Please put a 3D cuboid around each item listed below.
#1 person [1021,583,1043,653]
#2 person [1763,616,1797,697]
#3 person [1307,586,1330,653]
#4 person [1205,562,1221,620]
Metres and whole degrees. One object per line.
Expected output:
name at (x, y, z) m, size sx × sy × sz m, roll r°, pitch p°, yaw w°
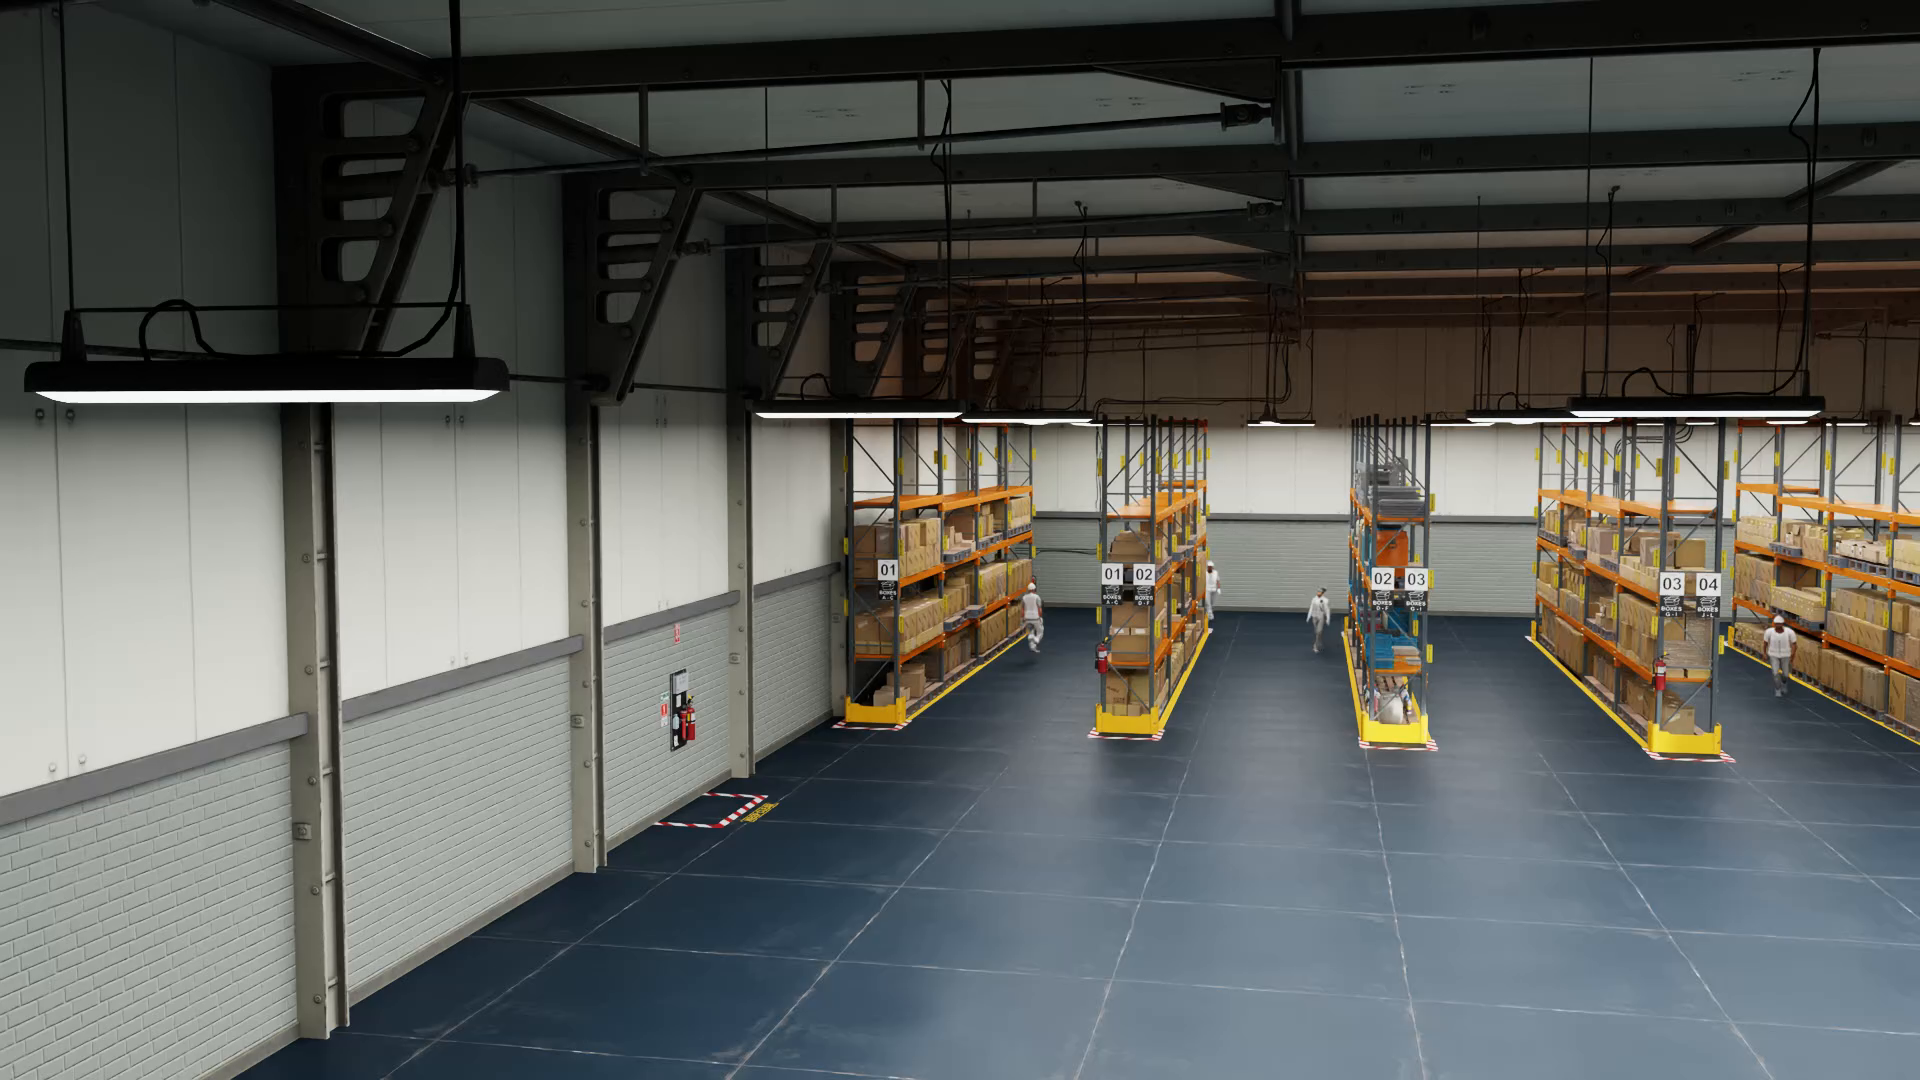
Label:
person at (1.775, 1.913, 40.951) m, size 0.575 × 1.701 × 0.628 m, roll 2°, pitch 4°, yaw 23°
person at (17.599, 2.480, 35.702) m, size 0.636 × 1.740 × 0.678 m, roll 2°, pitch 4°, yaw 26°
person at (9.231, 2.044, 42.872) m, size 0.579 × 1.706 × 0.752 m, roll 3°, pitch 5°, yaw 38°
person at (7.533, 1.508, 49.997) m, size 0.547 × 1.718 × 1.126 m, roll -1°, pitch 4°, yaw -14°
